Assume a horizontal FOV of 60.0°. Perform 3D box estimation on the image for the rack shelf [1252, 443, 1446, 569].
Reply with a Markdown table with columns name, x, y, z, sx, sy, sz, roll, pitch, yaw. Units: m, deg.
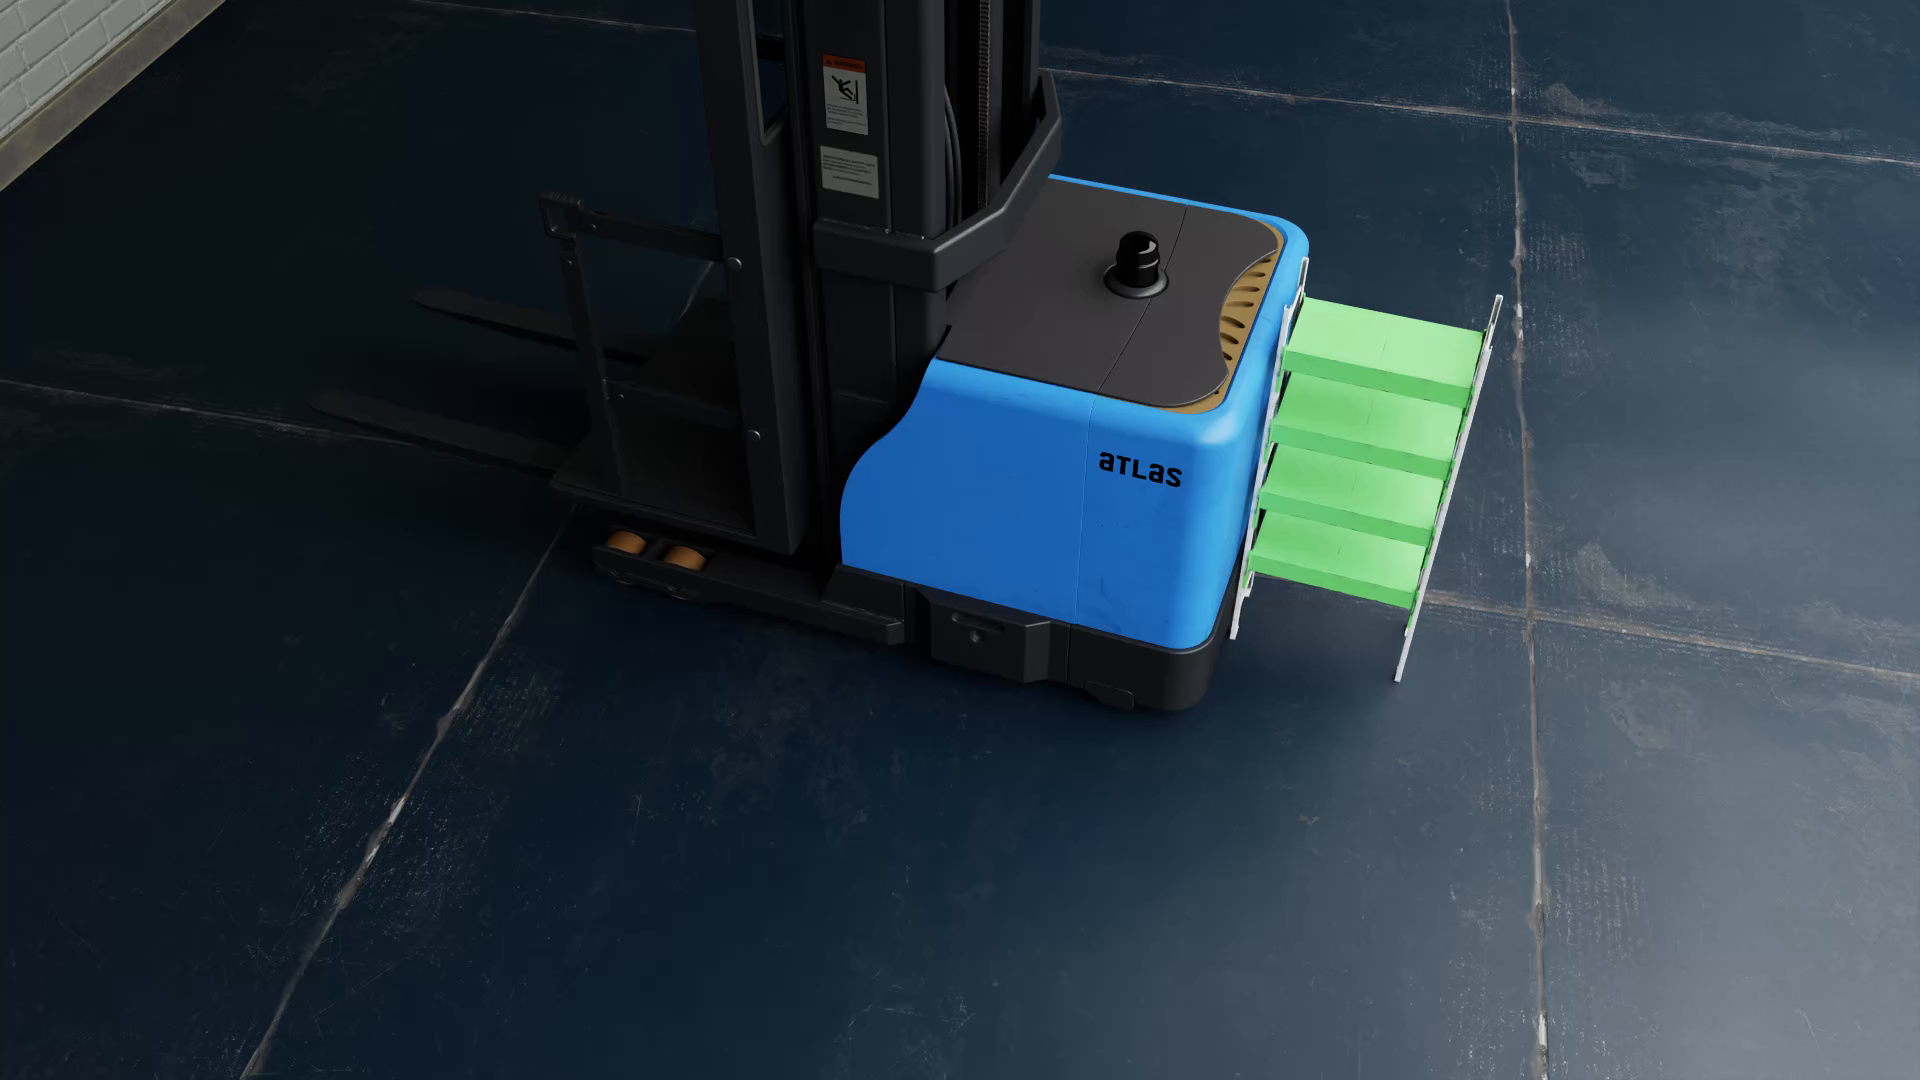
| name | x | y | z | sx | sy | sz | roll | pitch | yaw |
| --- | --- | --- | --- | --- | --- | --- | --- | --- | --- |
| rack shelf | 1.079 | -0.112 | 4.593 | 0.480 | 0.148 | 0.258 | 14 | 46 | 14 |

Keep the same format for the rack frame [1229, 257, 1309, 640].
| name | x | y | z | sx | sy | sz | roll | pitch | yaw |
| --- | --- | --- | --- | --- | --- | --- | --- | --- | --- |
| rack frame | 0.849 | -0.215 | 4.608 | 0.015 | 1.200 | 0.240 | 14 | 46 | 14 |

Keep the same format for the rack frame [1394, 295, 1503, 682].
| name | x | y | z | sx | sy | sz | roll | pitch | yaw |
| --- | --- | --- | --- | --- | --- | --- | --- | --- | --- |
| rack frame | 1.308 | -0.101 | 4.489 | 0.015 | 1.200 | 0.240 | 14 | 46 | 14 |

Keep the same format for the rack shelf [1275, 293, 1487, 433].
| name | x | y | z | sx | sy | sz | roll | pitch | yaw |
| --- | --- | --- | --- | --- | --- | --- | --- | --- | --- |
| rack shelf | 1.079 | -0.458 | 4.260 | 0.480 | 0.148 | 0.258 | 14 | 46 | 14 |

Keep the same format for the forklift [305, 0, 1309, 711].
| name | x | y | z | sx | sy | sz | roll | pitch | yaw |
| --- | --- | --- | --- | --- | --- | --- | --- | --- | --- |
| forklift | -0.589 | -1.203 | 4.386 | 3.031 | 2.935 | 1.130 | 14 | 46 | 14 |

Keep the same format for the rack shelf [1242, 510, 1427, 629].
| name | x | y | z | sx | sy | sz | roll | pitch | yaw |
| --- | --- | --- | --- | --- | --- | --- | --- | --- | --- |
| rack shelf | 1.079 | 0.061 | 4.760 | 0.480 | 0.148 | 0.258 | 14 | 46 | 14 |

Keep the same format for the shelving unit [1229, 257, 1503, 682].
| name | x | y | z | sx | sy | sz | roll | pitch | yaw |
| --- | --- | --- | --- | --- | --- | --- | --- | --- | --- |
| shelving unit | 1.079 | -0.158 | 4.549 | 0.503 | 1.200 | 0.258 | 14 | 46 | 14 |

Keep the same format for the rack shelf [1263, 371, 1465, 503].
| name | x | y | z | sx | sy | sz | roll | pitch | yaw |
| --- | --- | --- | --- | --- | --- | --- | --- | --- | --- |
| rack shelf | 1.079 | -0.285 | 4.427 | 0.480 | 0.148 | 0.258 | 14 | 46 | 14 |
